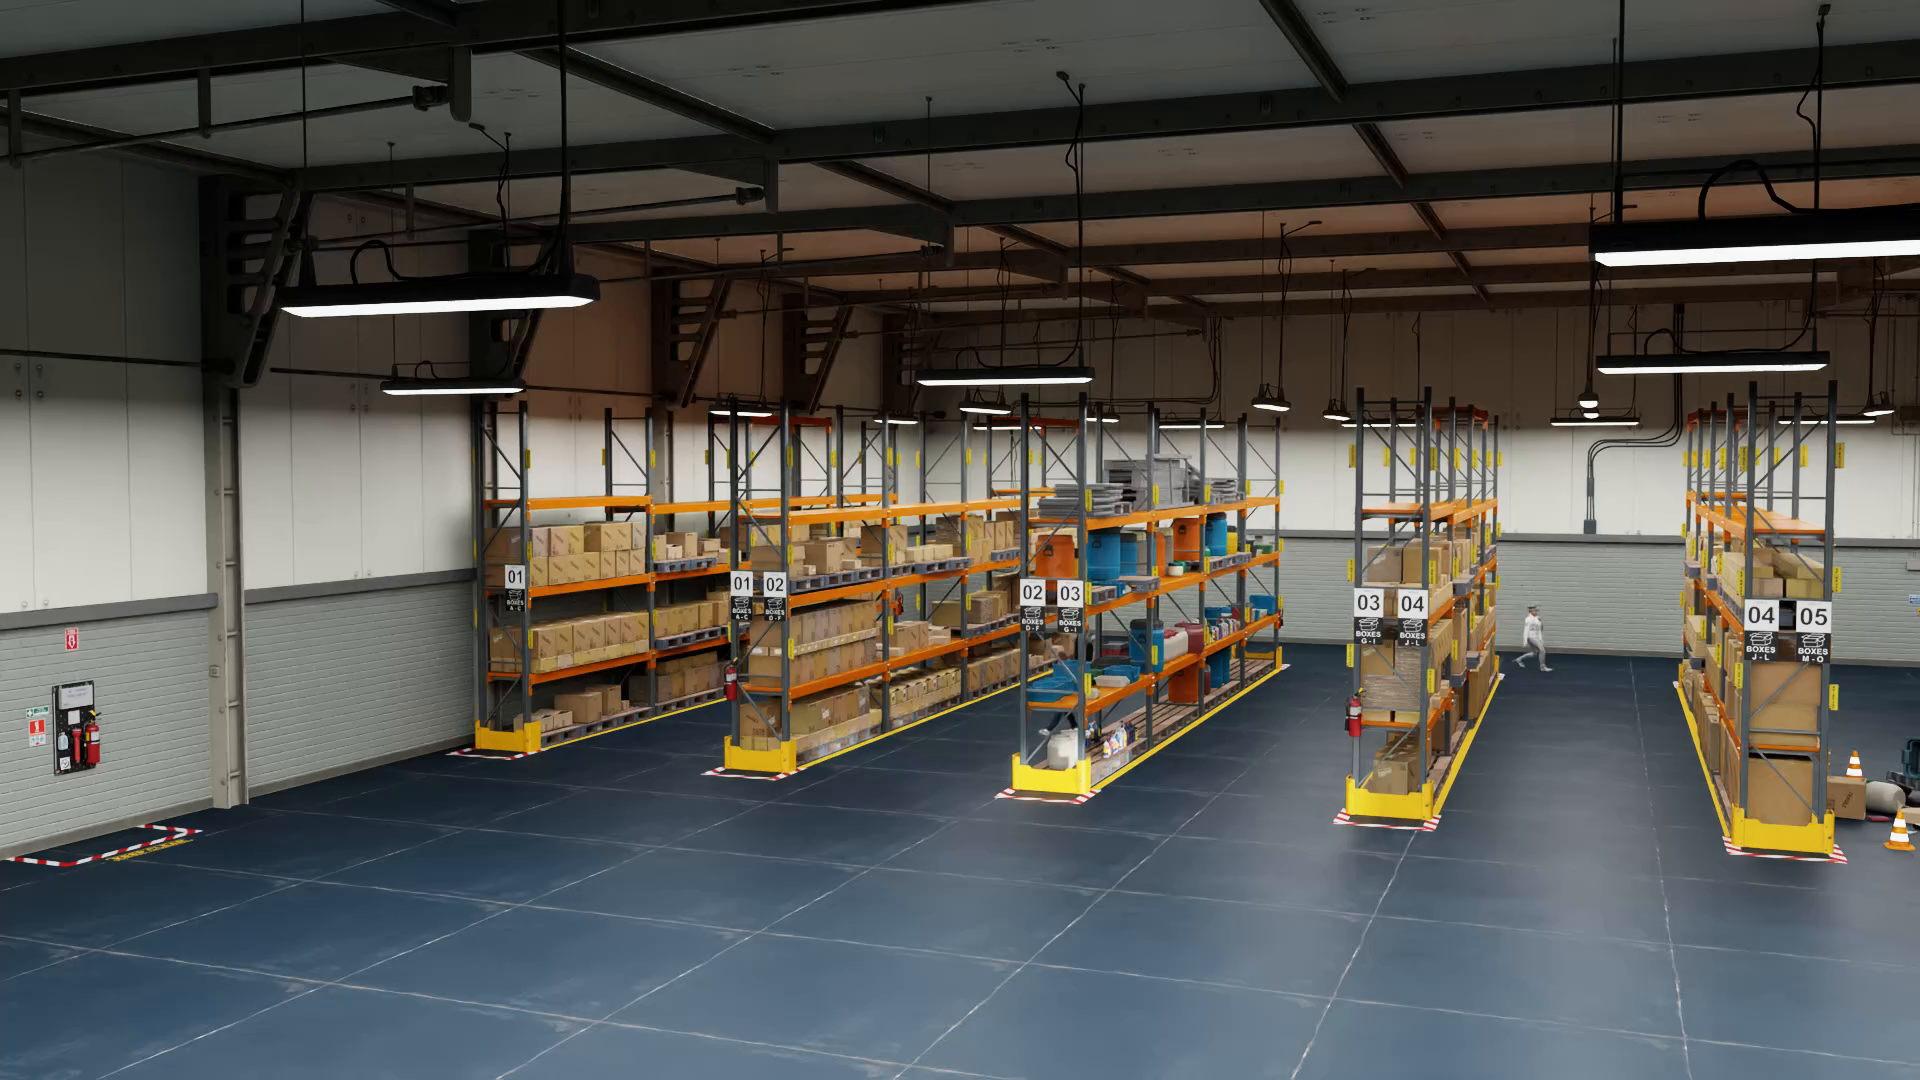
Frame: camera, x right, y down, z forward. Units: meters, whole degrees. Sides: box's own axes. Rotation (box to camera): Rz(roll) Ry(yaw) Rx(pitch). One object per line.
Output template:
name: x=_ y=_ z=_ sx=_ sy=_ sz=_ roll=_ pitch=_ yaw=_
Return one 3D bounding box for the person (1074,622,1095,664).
person: x=2.525 y=2.519 z=33.640 sx=0.578 sy=1.764 sz=0.573 roll=2 pitch=3 yaw=29

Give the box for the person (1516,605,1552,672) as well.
person: x=13.580 y=2.301 z=39.363 sx=0.475 sy=1.550 sz=0.958 roll=-3 pitch=4 yaw=-45

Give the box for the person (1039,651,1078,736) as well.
person: x=1.757 y=2.761 z=29.852 sx=0.994 sy=1.538 sz=0.446 roll=-1 pitch=3 yaw=-28
